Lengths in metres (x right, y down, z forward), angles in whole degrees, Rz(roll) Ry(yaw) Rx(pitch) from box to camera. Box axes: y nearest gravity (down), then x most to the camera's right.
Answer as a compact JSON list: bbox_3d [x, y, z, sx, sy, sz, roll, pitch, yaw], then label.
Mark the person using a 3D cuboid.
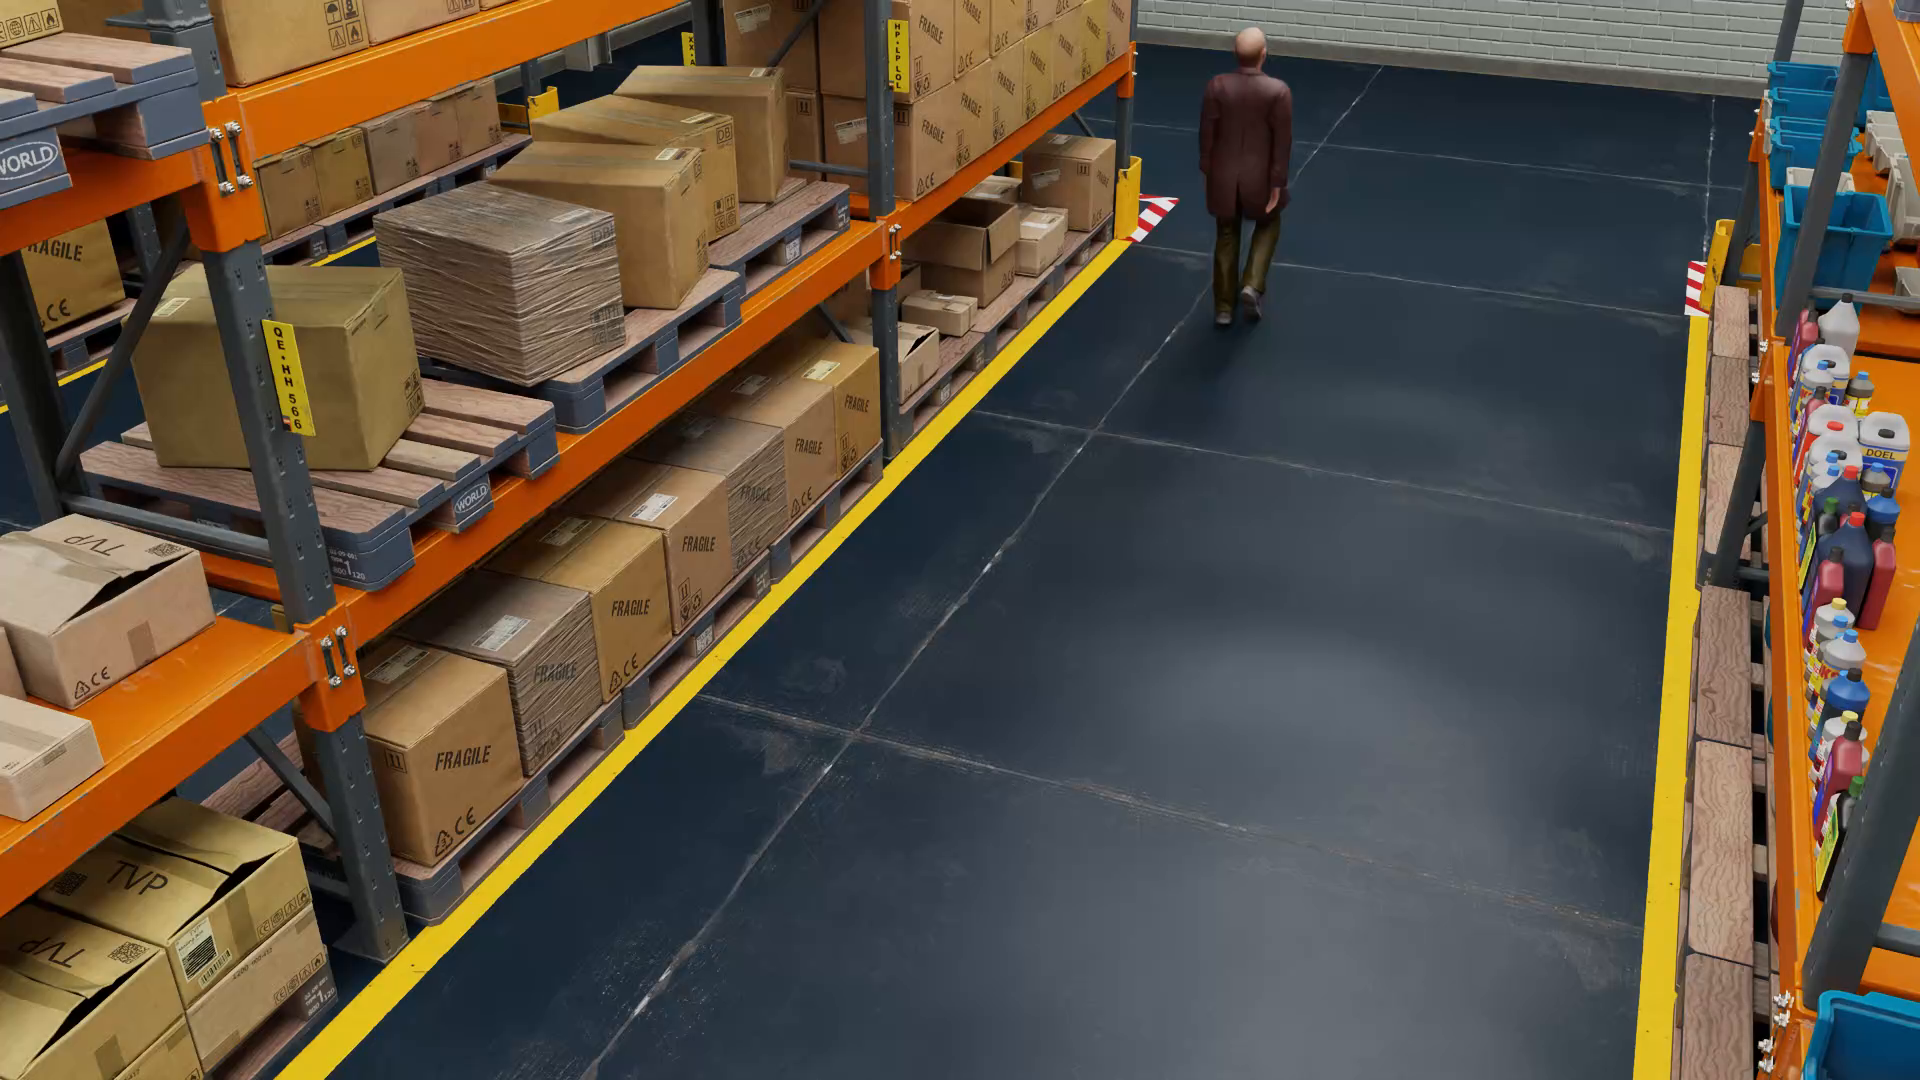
[{"bbox_3d":[1.713,-2.180,10.024,0.567,1.812,0.482,9,31,16],"label":"person"}]
